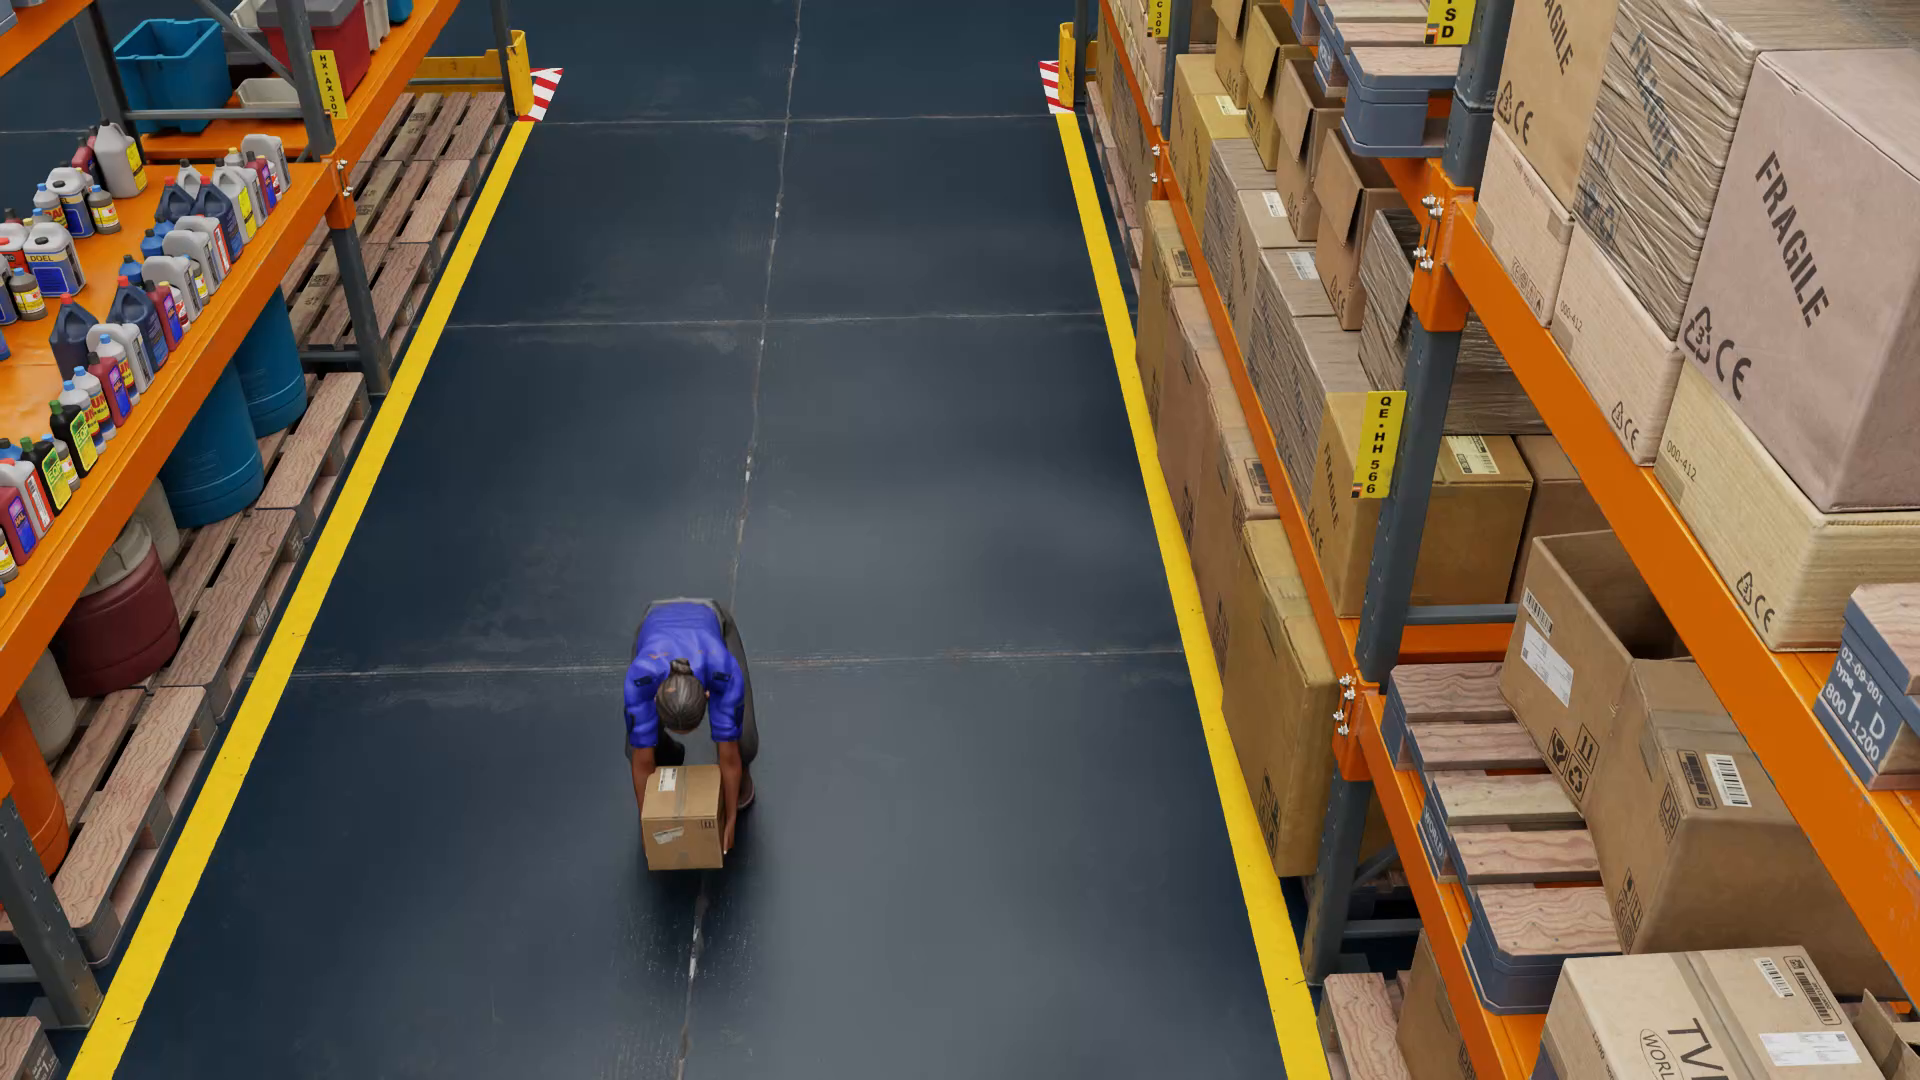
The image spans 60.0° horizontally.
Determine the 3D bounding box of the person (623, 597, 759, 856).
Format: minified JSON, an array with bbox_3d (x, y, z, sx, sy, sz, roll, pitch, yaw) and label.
[{"bbox_3d":[-0.954,0.641,5.867,0.473,0.948,0.866,-3,36,-4],"label":"person"}]
